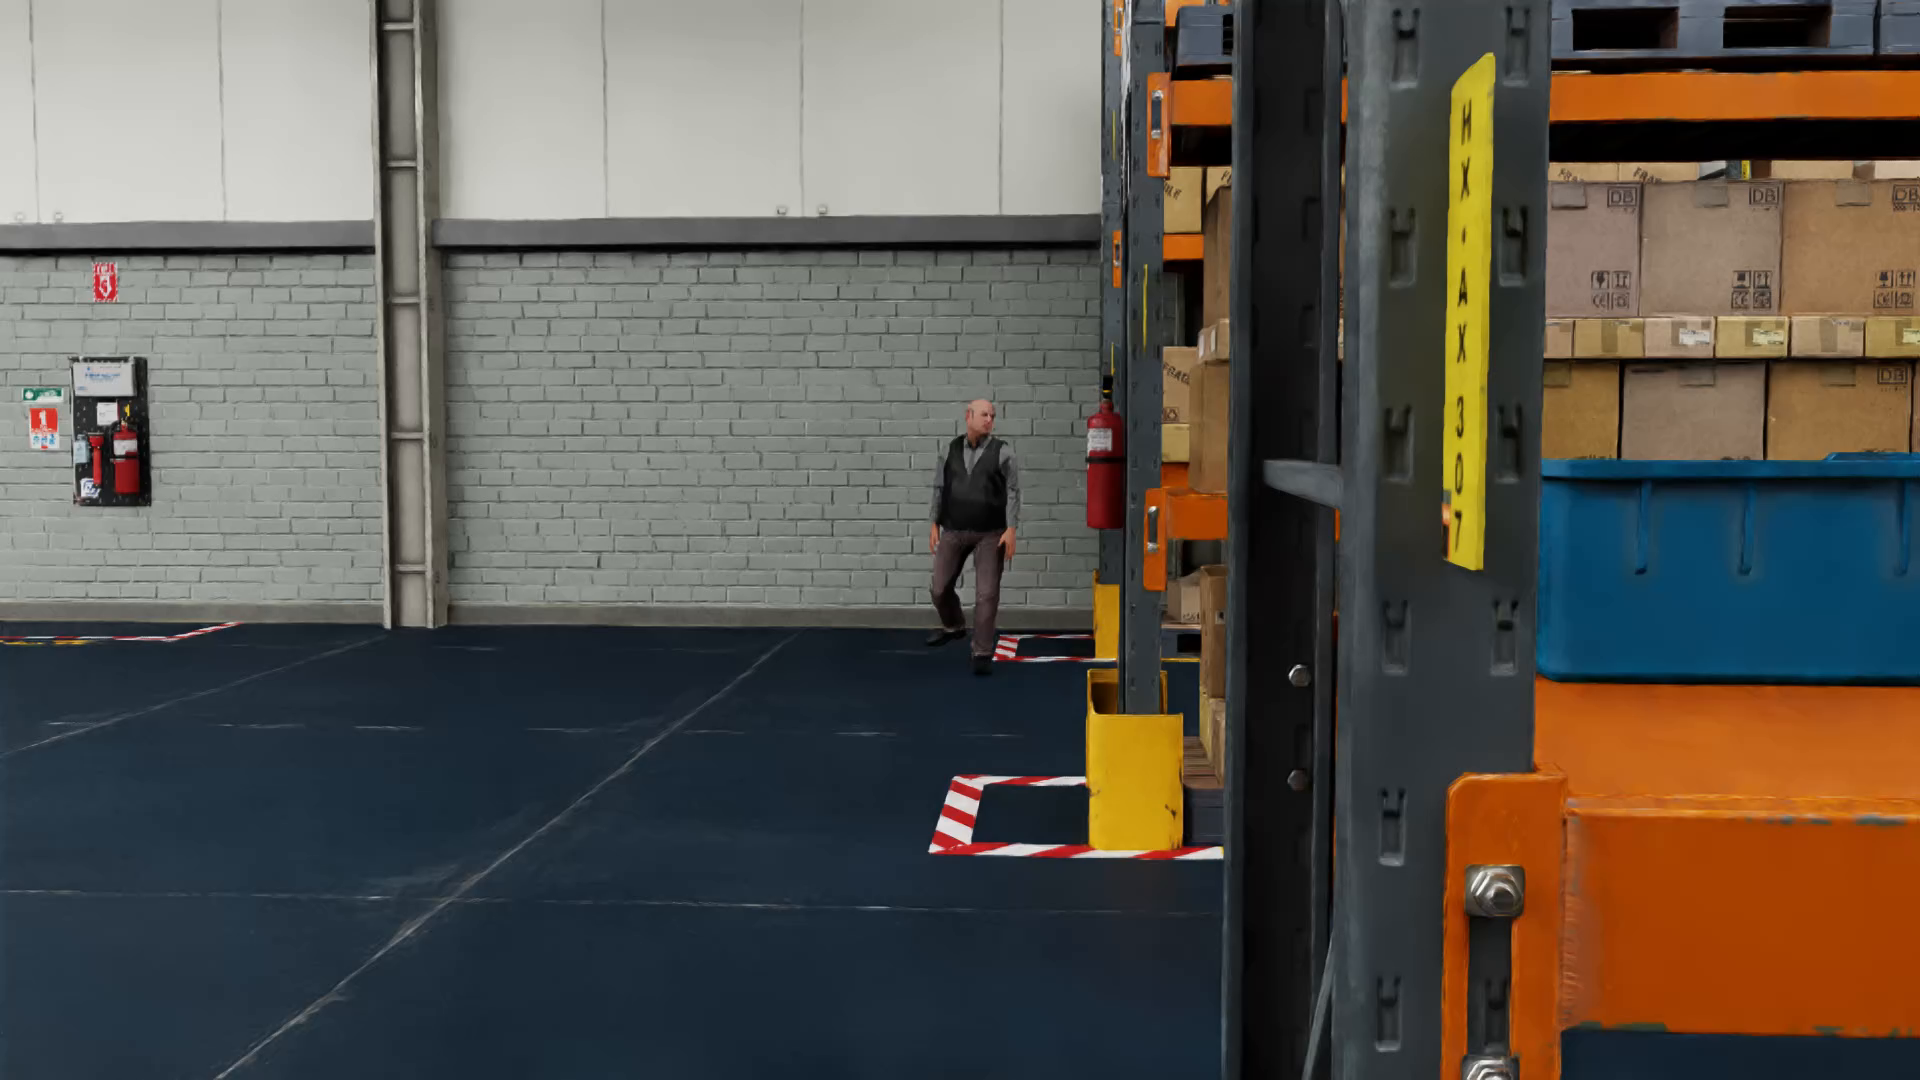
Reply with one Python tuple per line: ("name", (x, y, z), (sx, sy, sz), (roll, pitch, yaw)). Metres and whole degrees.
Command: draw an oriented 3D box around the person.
("person", (0.044, -0.037, 10.581), (0.722, 1.721, 0.612), (1, 4, 15))
